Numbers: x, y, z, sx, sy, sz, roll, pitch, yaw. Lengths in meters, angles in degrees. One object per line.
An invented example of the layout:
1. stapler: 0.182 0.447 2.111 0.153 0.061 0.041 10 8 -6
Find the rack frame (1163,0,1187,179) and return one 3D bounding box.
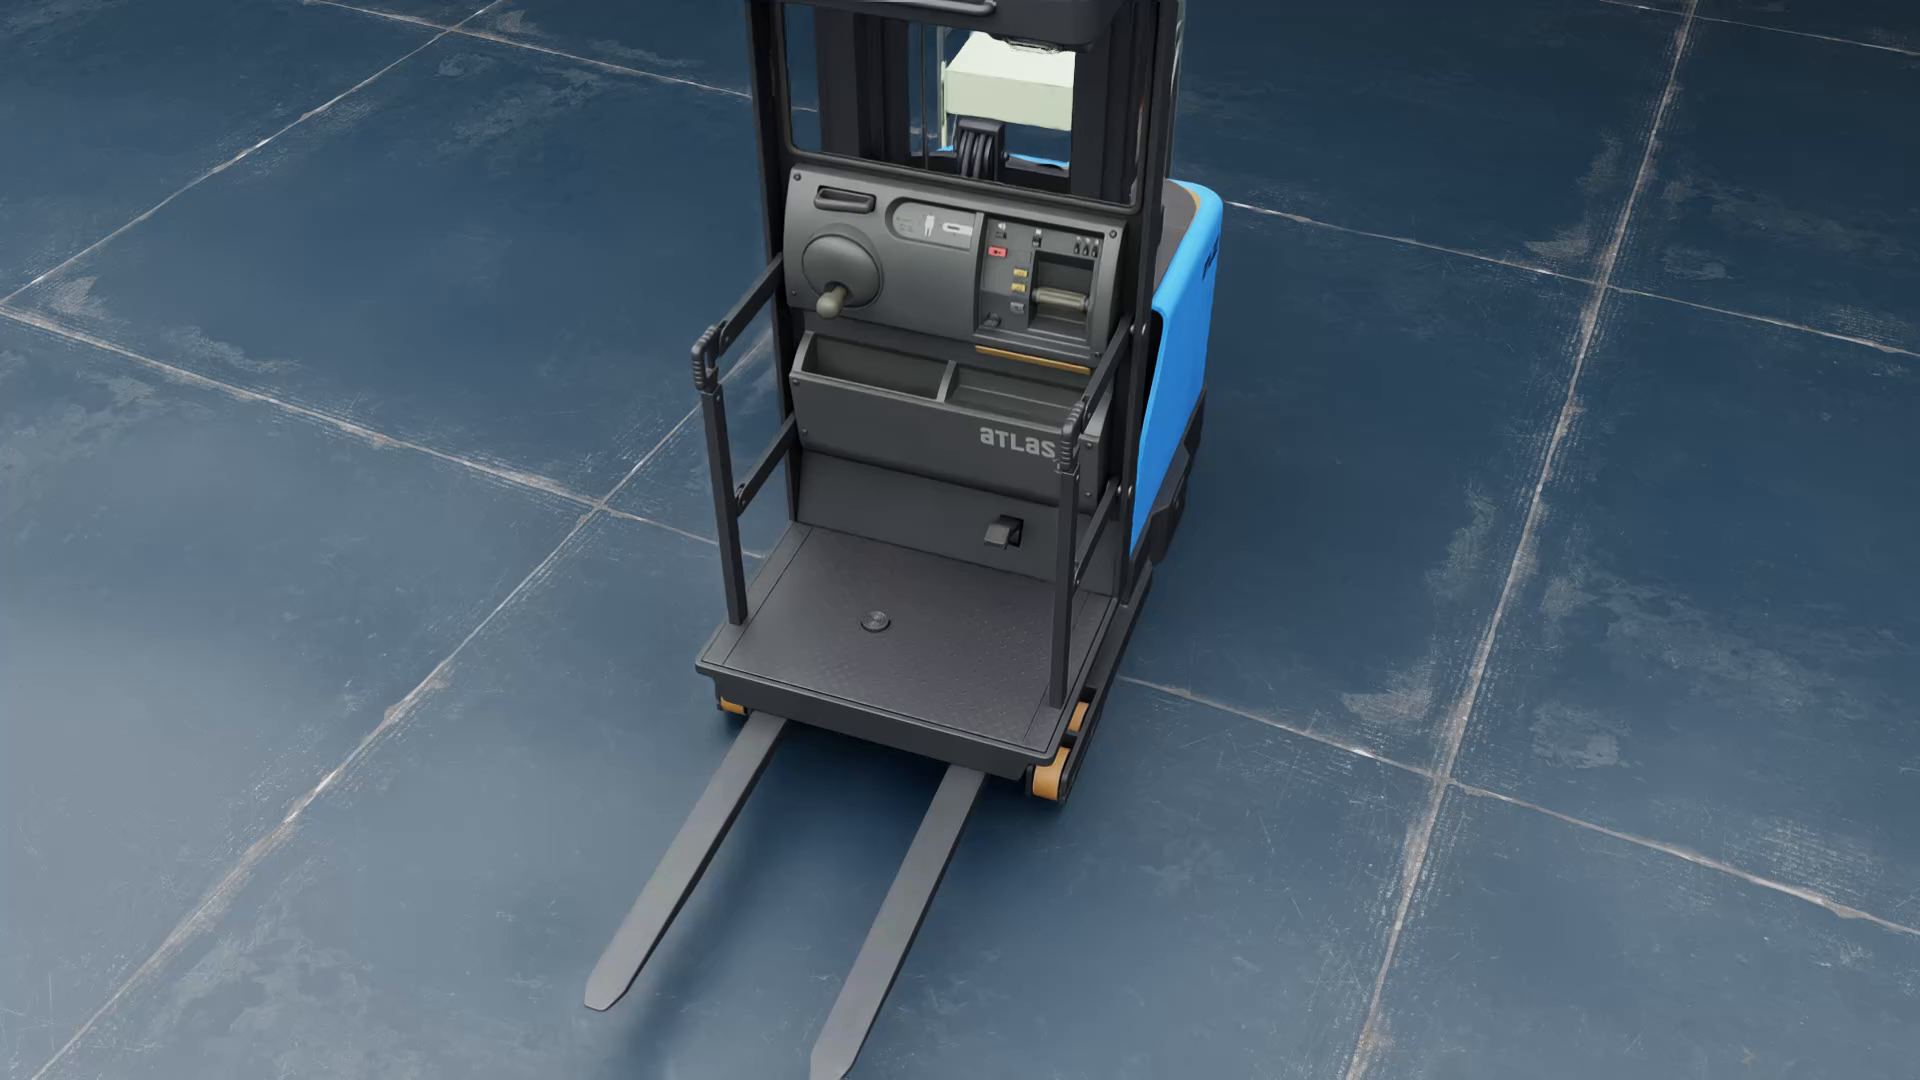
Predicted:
1. rack frame: 0.692 -1.152 5.935 0.023 1.500 0.400 12 42 14

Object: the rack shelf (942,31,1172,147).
1. rack shelf: 0.344 -1.521 5.764 0.720 0.370 0.431 12 42 14

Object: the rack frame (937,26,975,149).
1. rack frame: -0.004 -1.301 6.106 0.023 1.500 0.400 12 42 14

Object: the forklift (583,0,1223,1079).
1. forklift: -0.102 -0.654 4.267 1.130 2.935 3.031 13 43 15

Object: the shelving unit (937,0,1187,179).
1. shelving unit: 0.344 -1.227 6.020 0.755 1.500 0.431 12 42 14
